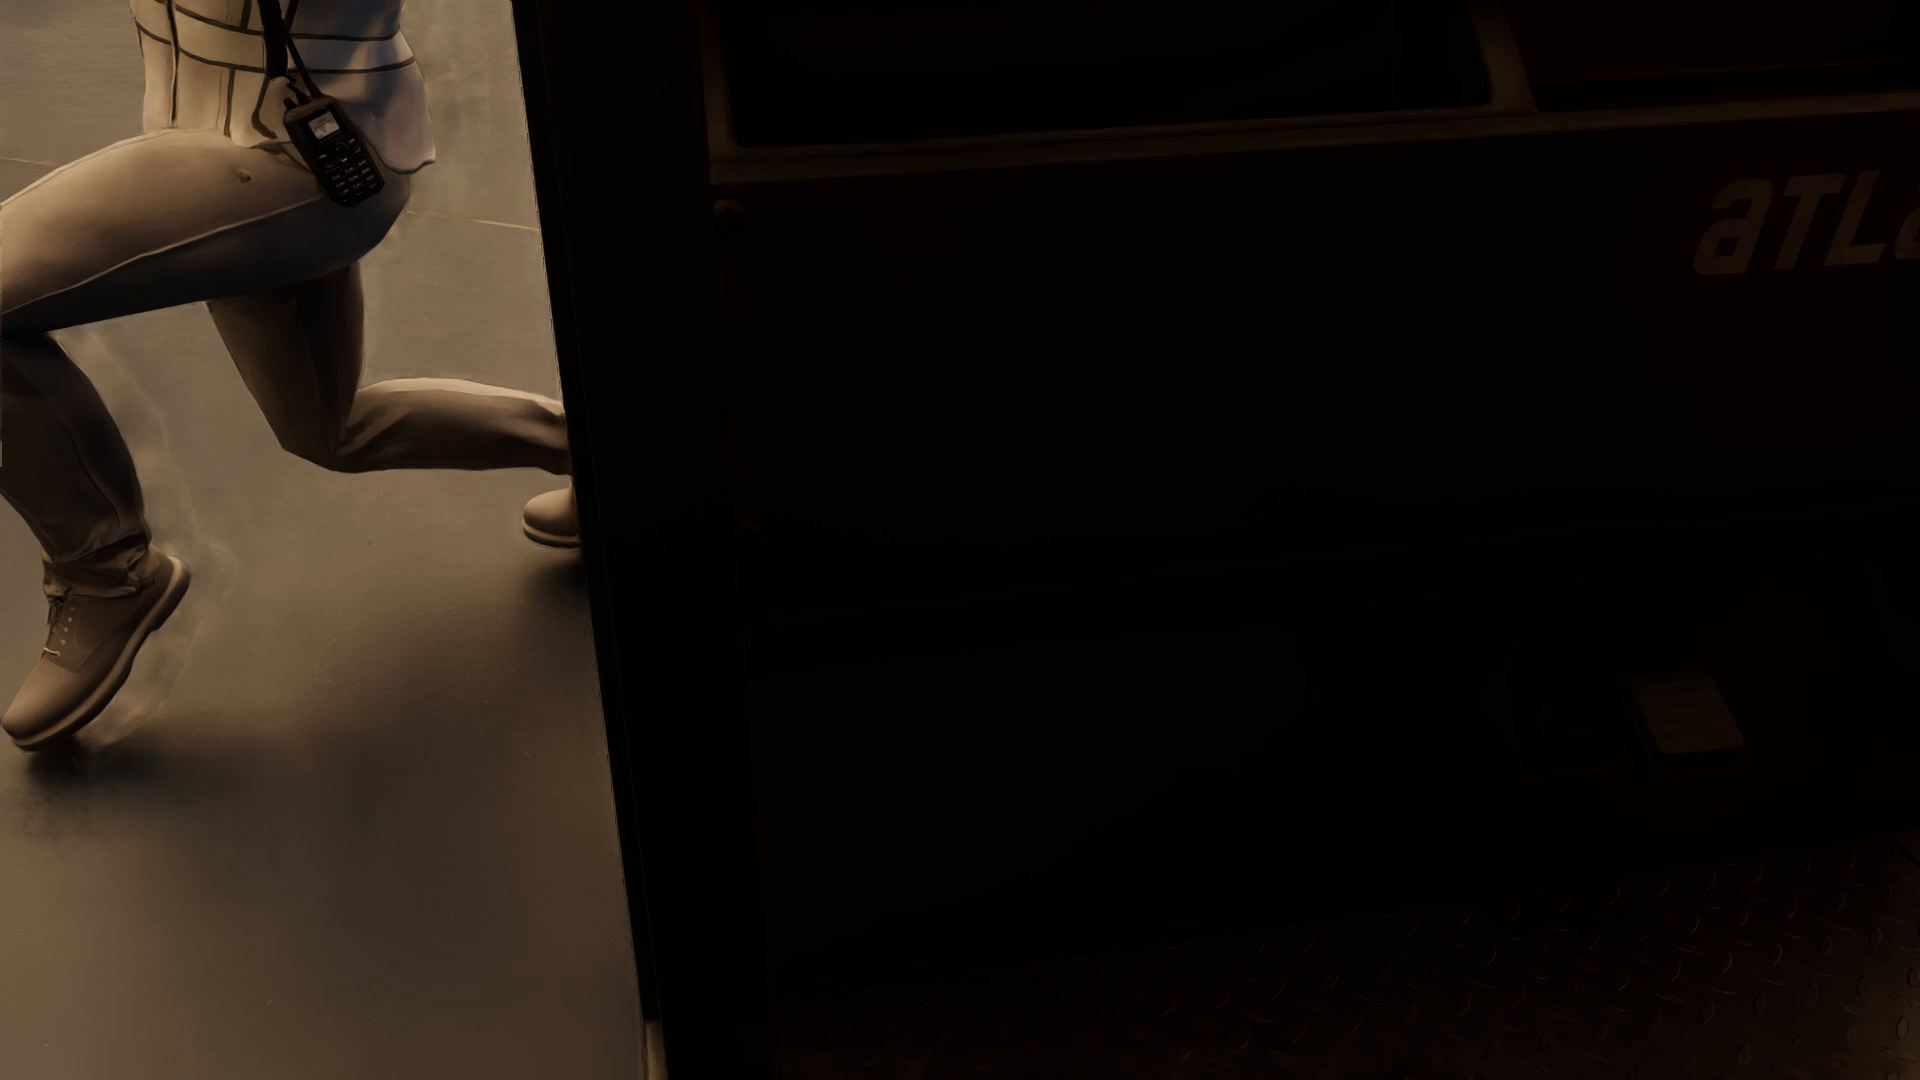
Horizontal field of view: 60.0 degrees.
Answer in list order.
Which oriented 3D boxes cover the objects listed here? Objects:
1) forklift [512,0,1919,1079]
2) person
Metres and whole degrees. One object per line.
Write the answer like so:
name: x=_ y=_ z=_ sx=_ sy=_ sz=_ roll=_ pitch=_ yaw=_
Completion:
forklift: x=0.347 y=-0.581 z=0.552 sx=1.130 sy=2.935 sz=3.031 roll=-6 pitch=30 yaw=-10
person: x=-0.649 y=-0.418 z=1.798 sx=0.928 sy=1.381 sz=0.892 roll=-25 pitch=38 yaw=-37
